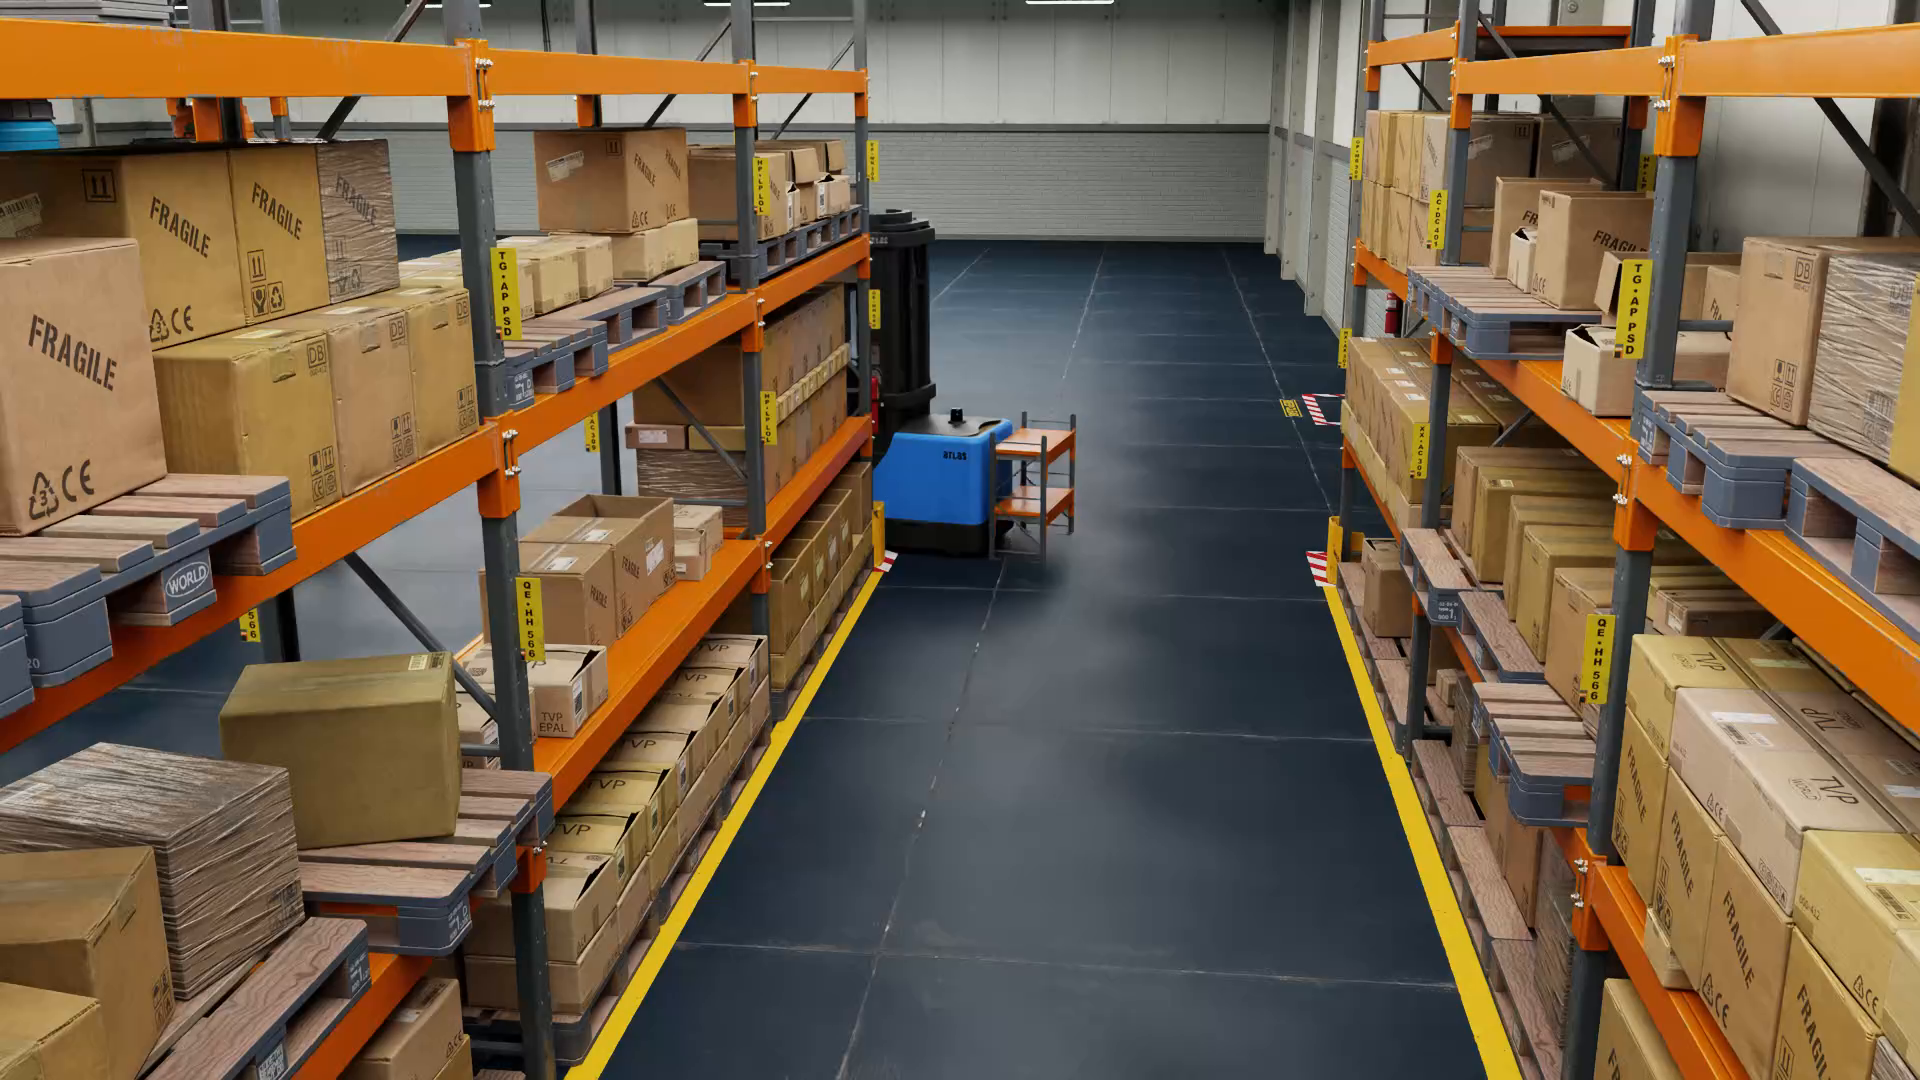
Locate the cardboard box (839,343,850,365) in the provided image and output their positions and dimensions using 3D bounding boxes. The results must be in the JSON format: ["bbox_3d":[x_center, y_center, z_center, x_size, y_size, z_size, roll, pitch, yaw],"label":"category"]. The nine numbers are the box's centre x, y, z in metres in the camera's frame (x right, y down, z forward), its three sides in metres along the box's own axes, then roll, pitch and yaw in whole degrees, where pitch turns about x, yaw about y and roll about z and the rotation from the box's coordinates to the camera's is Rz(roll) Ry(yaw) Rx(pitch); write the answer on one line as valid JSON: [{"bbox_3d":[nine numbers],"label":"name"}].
[{"bbox_3d":[-1.106,-1.525,13.620,0.380,0.149,0.250,1,15,5],"label":"cardboard box"}]

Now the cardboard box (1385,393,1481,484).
[{"bbox_3d":[3.016,-0.646,10.618,0.500,0.500,0.500,2,15,6],"label":"cardboard box"}]

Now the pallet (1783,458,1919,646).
[{"bbox_3d":[2.625,0.054,3.832,1.003,0.211,1.213,2,15,9],"label":"pallet"}]

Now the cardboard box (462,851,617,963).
[{"bbox_3d":[-1.804,1.534,7.133,0.500,0.311,0.500,2,15,8],"label":"cardboard box"}]

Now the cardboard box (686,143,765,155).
[{"bbox_3d":[-1.711,-2.612,12.064,0.500,0.500,0.500,2,15,6],"label":"cardboard box"}]

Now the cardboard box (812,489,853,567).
[{"bbox_3d":[-1.115,-0.098,12.804,0.500,0.500,0.500,2,15,6],"label":"cardboard box"}]

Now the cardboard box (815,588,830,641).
[{"bbox_3d":[-1.227,0.524,11.942,0.500,0.250,0.500,2,15,6],"label":"cardboard box"}]

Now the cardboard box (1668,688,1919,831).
[{"bbox_3d":[2.400,0.638,4.820,0.500,0.250,0.500,1,15,5],"label":"cardboard box"}]

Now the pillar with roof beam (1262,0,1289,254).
[{"bbox_3d":[3.559,-11.720,41.264,9.100,9.000,0.548,2,15,6],"label":"pillar with roof beam"}]

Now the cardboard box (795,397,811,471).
[{"bbox_3d":[-1.489,-0.794,12.160,0.700,0.500,0.500,2,15,8],"label":"cardboard box"}]

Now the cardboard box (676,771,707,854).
[{"bbox_3d":[-1.637,1.406,8.679,0.500,0.250,0.500,2,15,7],"label":"cardboard box"}]

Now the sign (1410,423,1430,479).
[{"bbox_3d":[2.679,-0.518,9.671,0.100,0.325,0.005,2,15,6],"label":"sign"}]

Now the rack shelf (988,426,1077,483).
[{"bbox_3d":[0.651,-0.768,14.727,0.538,0.278,1.000,5,16,17],"label":"rack shelf"}]

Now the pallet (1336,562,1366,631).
[{"bbox_3d":[3.535,0.452,13.085,1.003,0.211,1.213,2,15,6],"label":"pallet"}]

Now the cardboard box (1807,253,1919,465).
[{"bbox_3d":[2.762,-0.490,4.448,0.700,0.500,0.500,1,15,3],"label":"cardboard box"}]

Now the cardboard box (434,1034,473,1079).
[{"bbox_3d":[-2.027,2.051,5.778,0.500,0.500,0.500,2,15,8],"label":"cardboard box"}]

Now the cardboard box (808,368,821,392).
[{"bbox_3d":[-1.251,-1.189,12.378,0.380,0.149,0.250,2,15,8],"label":"cardboard box"}]

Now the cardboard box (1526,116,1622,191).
[{"bbox_3d":[3.558,-2.193,9.634,0.500,0.500,0.500,2,15,7],"label":"cardboard box"}]

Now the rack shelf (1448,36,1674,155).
[{"bbox_3d":[2.993,-1.923,7.177,1.077,0.370,4.000,2,15,6],"label":"rack shelf"}]

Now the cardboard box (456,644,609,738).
[{"bbox_3d":[-1.861,0.624,7.280,0.500,0.311,0.500,2,15,6],"label":"cardboard box"}]

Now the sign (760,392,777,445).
[{"bbox_3d":[-1.163,-0.738,10.078,0.100,0.325,0.005,2,15,6],"label":"sign"}]

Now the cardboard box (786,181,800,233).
[{"bbox_3d":[-1.324,-2.169,10.788,0.500,0.311,0.500,1,15,3],"label":"cardboard box"}]

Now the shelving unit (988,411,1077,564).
[{"bbox_3d":[0.651,-0.486,14.803,0.538,1.125,1.048,5,16,17],"label":"shelving unit"}]

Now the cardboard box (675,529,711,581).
[{"bbox_3d":[-1.620,0.068,9.423,0.396,0.266,0.258,1,15,5],"label":"cardboard box"}]

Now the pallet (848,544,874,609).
[{"bbox_3d":[-1.297,0.278,13.731,1.003,0.211,1.213,2,15,6],"label":"pallet"}]

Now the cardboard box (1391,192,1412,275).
[{"bbox_3d":[3.125,-2.005,10.856,0.500,0.500,0.500,1,15,4],"label":"cardboard box"}]

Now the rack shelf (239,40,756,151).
[{"bbox_3d":[-1.929,-2.068,7.713,1.077,0.370,4.000,2,15,6],"label":"rack shelf"}]

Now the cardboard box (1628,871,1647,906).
[{"bbox_3d":[2.500,1.142,5.635,0.380,0.149,0.250,1,15,5],"label":"cardboard box"}]

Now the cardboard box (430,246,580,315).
[{"bbox_3d":[-2.042,-1.175,7.498,0.500,0.250,0.500,1,15,5],"label":"cardboard box"}]

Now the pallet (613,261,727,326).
[{"bbox_3d":[-1.790,-1.357,9.054,0.805,0.209,1.217,1,15,4],"label":"pallet"}]

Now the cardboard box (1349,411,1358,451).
[{"bbox_3d":[3.255,-0.808,12.653,0.500,0.250,0.500,1,15,5],"label":"cardboard box"}]

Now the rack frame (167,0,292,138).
[{"bbox_3d":[-6.173,-4.311,13.865,1.000,3.000,0.127,2,15,6],"label":"rack frame"}]

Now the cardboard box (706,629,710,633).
[{"bbox_3d":[-1.868,0.767,11.041,0.500,0.250,0.500,2,15,6],"label":"cardboard box"}]

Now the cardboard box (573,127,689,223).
[{"bbox_3d":[-1.812,-2.012,9.156,0.500,0.500,0.500,2,15,7],"label":"cardboard box"}]

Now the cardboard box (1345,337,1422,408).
[{"bbox_3d":[3.318,-1.307,13.063,0.500,0.500,0.500,2,15,6],"label":"cardboard box"}]

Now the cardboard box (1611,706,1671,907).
[{"bbox_3d":[2.459,0.869,5.403,0.500,0.500,0.500,2,15,8],"label":"cardboard box"}]

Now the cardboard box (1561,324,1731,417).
[{"bbox_3d":[2.581,-0.658,6.233,0.500,0.311,0.500,2,15,6],"label":"cardboard box"}]

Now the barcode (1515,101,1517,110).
[{"bbox_3d":[4.087,-3.193,12.220,0.001,0.075,0.075,2,15,6],"label":"barcode"}]

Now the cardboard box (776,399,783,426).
[{"bbox_3d":[-1.397,-0.856,11.147,0.380,0.149,0.250,2,15,6],"label":"cardboard box"}]

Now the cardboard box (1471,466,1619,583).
[{"bbox_3d":[3.058,-0.071,8.642,0.700,0.500,0.500,3,15,12],"label":"cardboard box"}]

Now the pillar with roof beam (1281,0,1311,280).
[{"bbox_3d":[2.882,-10.164,35.509,9.100,9.000,0.400,2,15,6],"label":"pillar with roof beam"}]

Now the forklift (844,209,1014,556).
[{"bbox_3d":[-1.079,-1.494,15.071,3.031,2.935,1.130,5,16,19],"label":"forklift"}]

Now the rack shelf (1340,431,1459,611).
[{"bbox_3d":[3.445,-0.257,11.745,1.077,0.370,4.000,2,15,6],"label":"rack shelf"}]

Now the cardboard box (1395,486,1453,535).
[{"bbox_3d":[2.971,-0.155,10.237,0.500,0.250,0.500,2,15,6],"label":"cardboard box"}]

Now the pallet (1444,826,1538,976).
[{"bbox_3d":[2.998,1.780,8.176,1.003,0.211,1.213,2,15,6],"label":"pallet"}]

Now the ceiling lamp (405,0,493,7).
[{"bbox_3d":[-11.837,-13.979,38.436,2.000,3.185,0.800,2,15,6],"label":"ceiling lamp"}]

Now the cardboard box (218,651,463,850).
[{"bbox_3d":[-2.114,0.722,5.748,0.700,0.500,0.500,-3,16,-13],"label":"cardboard box"}]

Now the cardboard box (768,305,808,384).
[{"bbox_3d":[-1.490,-1.411,11.956,0.700,0.500,0.500,2,15,6],"label":"cardboard box"}]

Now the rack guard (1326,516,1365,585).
[{"bbox_3d":[3.662,0.103,13.822,1.175,0.500,0.348,2,15,6],"label":"rack guard"}]

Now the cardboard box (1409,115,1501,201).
[{"bbox_3d":[3.058,-2.355,10.234,0.500,0.500,0.500,3,15,9],"label":"cardboard box"}]

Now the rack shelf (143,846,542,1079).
[{"bbox_3d":[-2.380,1.673,4.607,1.077,0.370,4.000,2,15,6],"label":"rack shelf"}]

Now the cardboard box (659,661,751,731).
[{"bbox_3d":[-1.517,0.872,9.580,0.500,0.311,0.500,2,15,8],"label":"cardboard box"}]

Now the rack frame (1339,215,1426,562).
[{"bbox_3d":[3.670,-1.123,13.569,1.000,3.000,0.127,2,15,6],"label":"rack frame"}]

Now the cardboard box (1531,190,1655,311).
[{"bbox_3d":[2.939,-1.325,7.574,0.500,0.500,0.500,1,15,4],"label":"cardboard box"}]

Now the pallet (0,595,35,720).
[{"bbox_3d":[-2.463,0.320,2.846,1.213,0.211,1.003,2,15,6],"label":"pallet"}]

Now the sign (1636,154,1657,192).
[{"bbox_3d":[3.771,-1.958,9.165,0.100,0.325,0.005,2,15,6],"label":"sign"}]

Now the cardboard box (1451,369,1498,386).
[{"bbox_3d":[3.651,-0.899,11.552,0.500,0.500,0.500,2,15,7],"label":"cardboard box"}]

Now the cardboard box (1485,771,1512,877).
[{"bbox_3d":[3.046,1.367,8.307,0.700,0.500,0.500,2,15,7],"label":"cardboard box"}]

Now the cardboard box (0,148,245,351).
[{"bbox_3d":[-2.325,-0.795,4.500,0.500,0.500,0.500,2,15,6],"label":"cardboard box"}]
